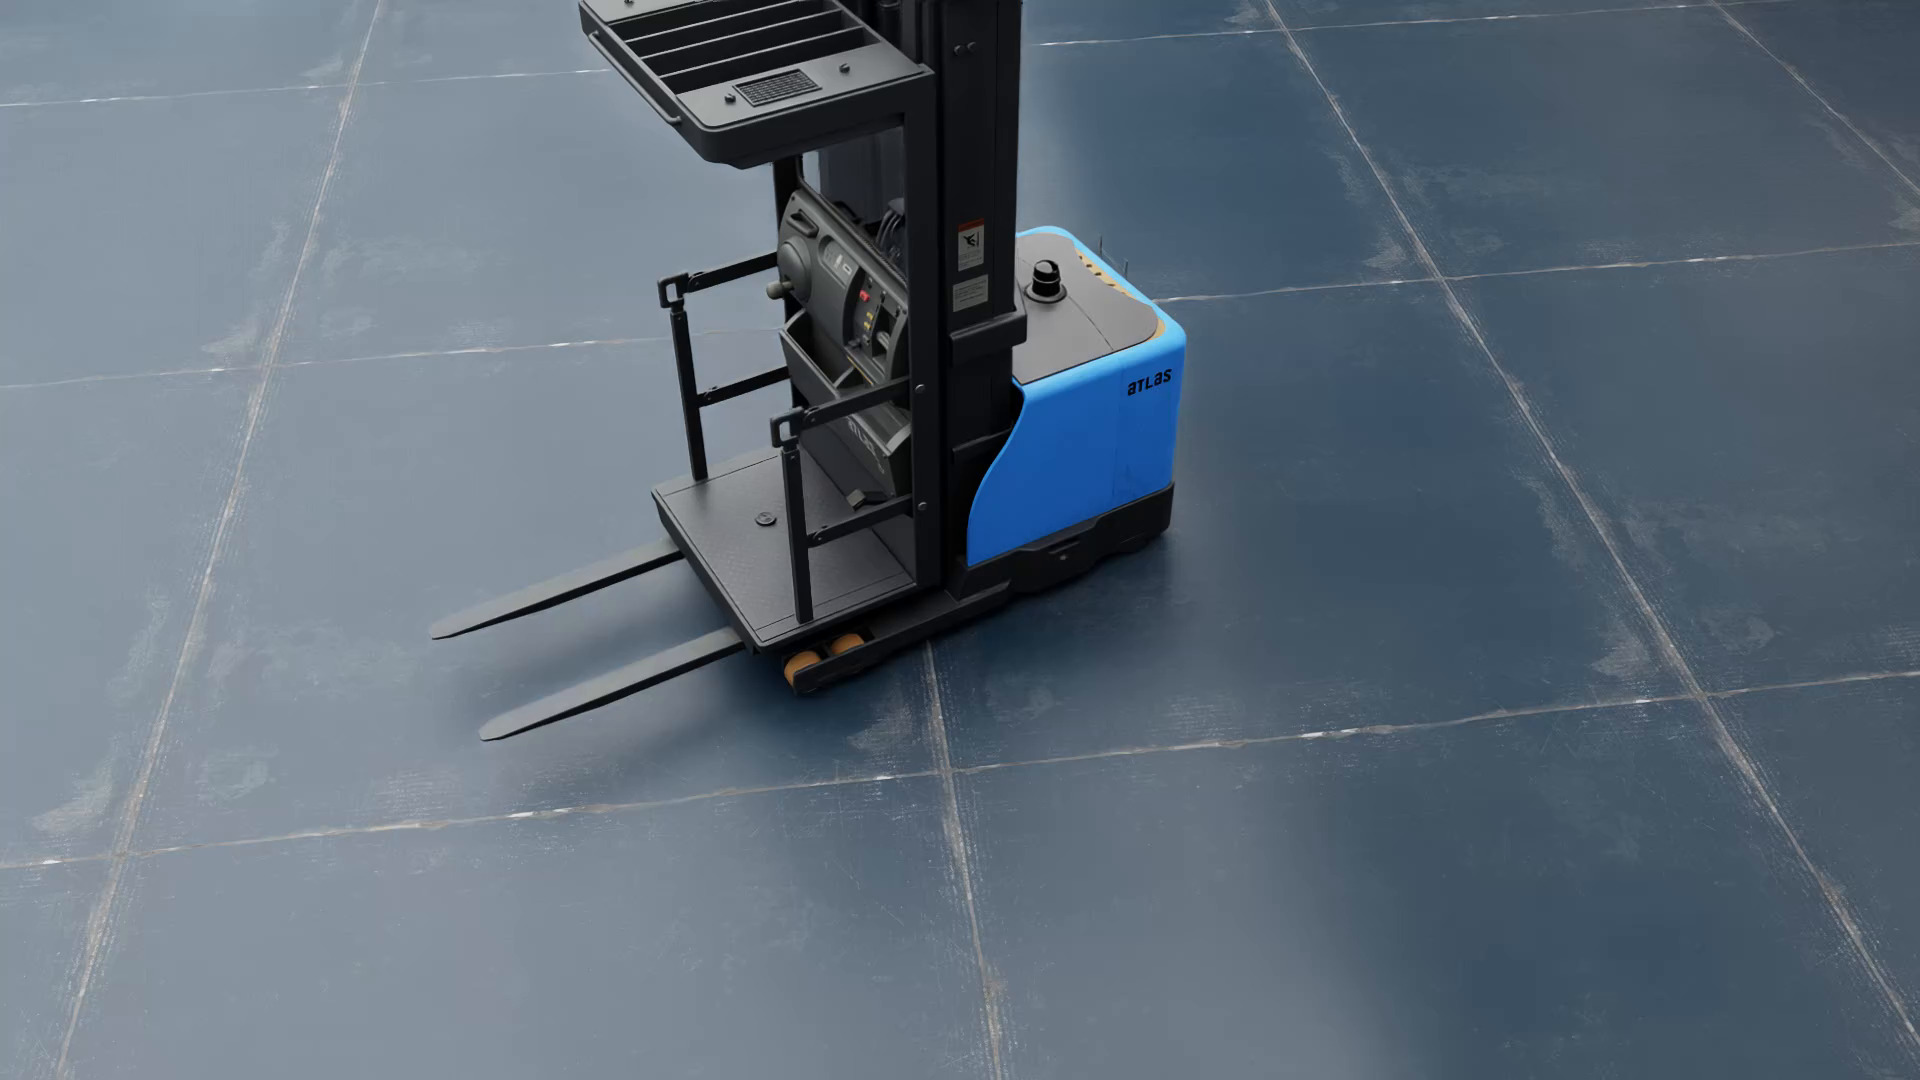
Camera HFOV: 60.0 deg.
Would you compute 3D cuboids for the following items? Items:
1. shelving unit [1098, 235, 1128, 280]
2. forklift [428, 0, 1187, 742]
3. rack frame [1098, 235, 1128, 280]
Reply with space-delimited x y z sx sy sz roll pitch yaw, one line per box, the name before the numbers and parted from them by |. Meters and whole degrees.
shelving unit | 0.586 -0.923 7.602 0.210 0.900 0.258 -19 45 -20
forklift | -0.616 -0.891 6.049 3.031 2.935 1.130 -21 46 -22
rack frame | 0.677 -0.954 7.636 0.006 0.900 0.240 -19 45 -20
